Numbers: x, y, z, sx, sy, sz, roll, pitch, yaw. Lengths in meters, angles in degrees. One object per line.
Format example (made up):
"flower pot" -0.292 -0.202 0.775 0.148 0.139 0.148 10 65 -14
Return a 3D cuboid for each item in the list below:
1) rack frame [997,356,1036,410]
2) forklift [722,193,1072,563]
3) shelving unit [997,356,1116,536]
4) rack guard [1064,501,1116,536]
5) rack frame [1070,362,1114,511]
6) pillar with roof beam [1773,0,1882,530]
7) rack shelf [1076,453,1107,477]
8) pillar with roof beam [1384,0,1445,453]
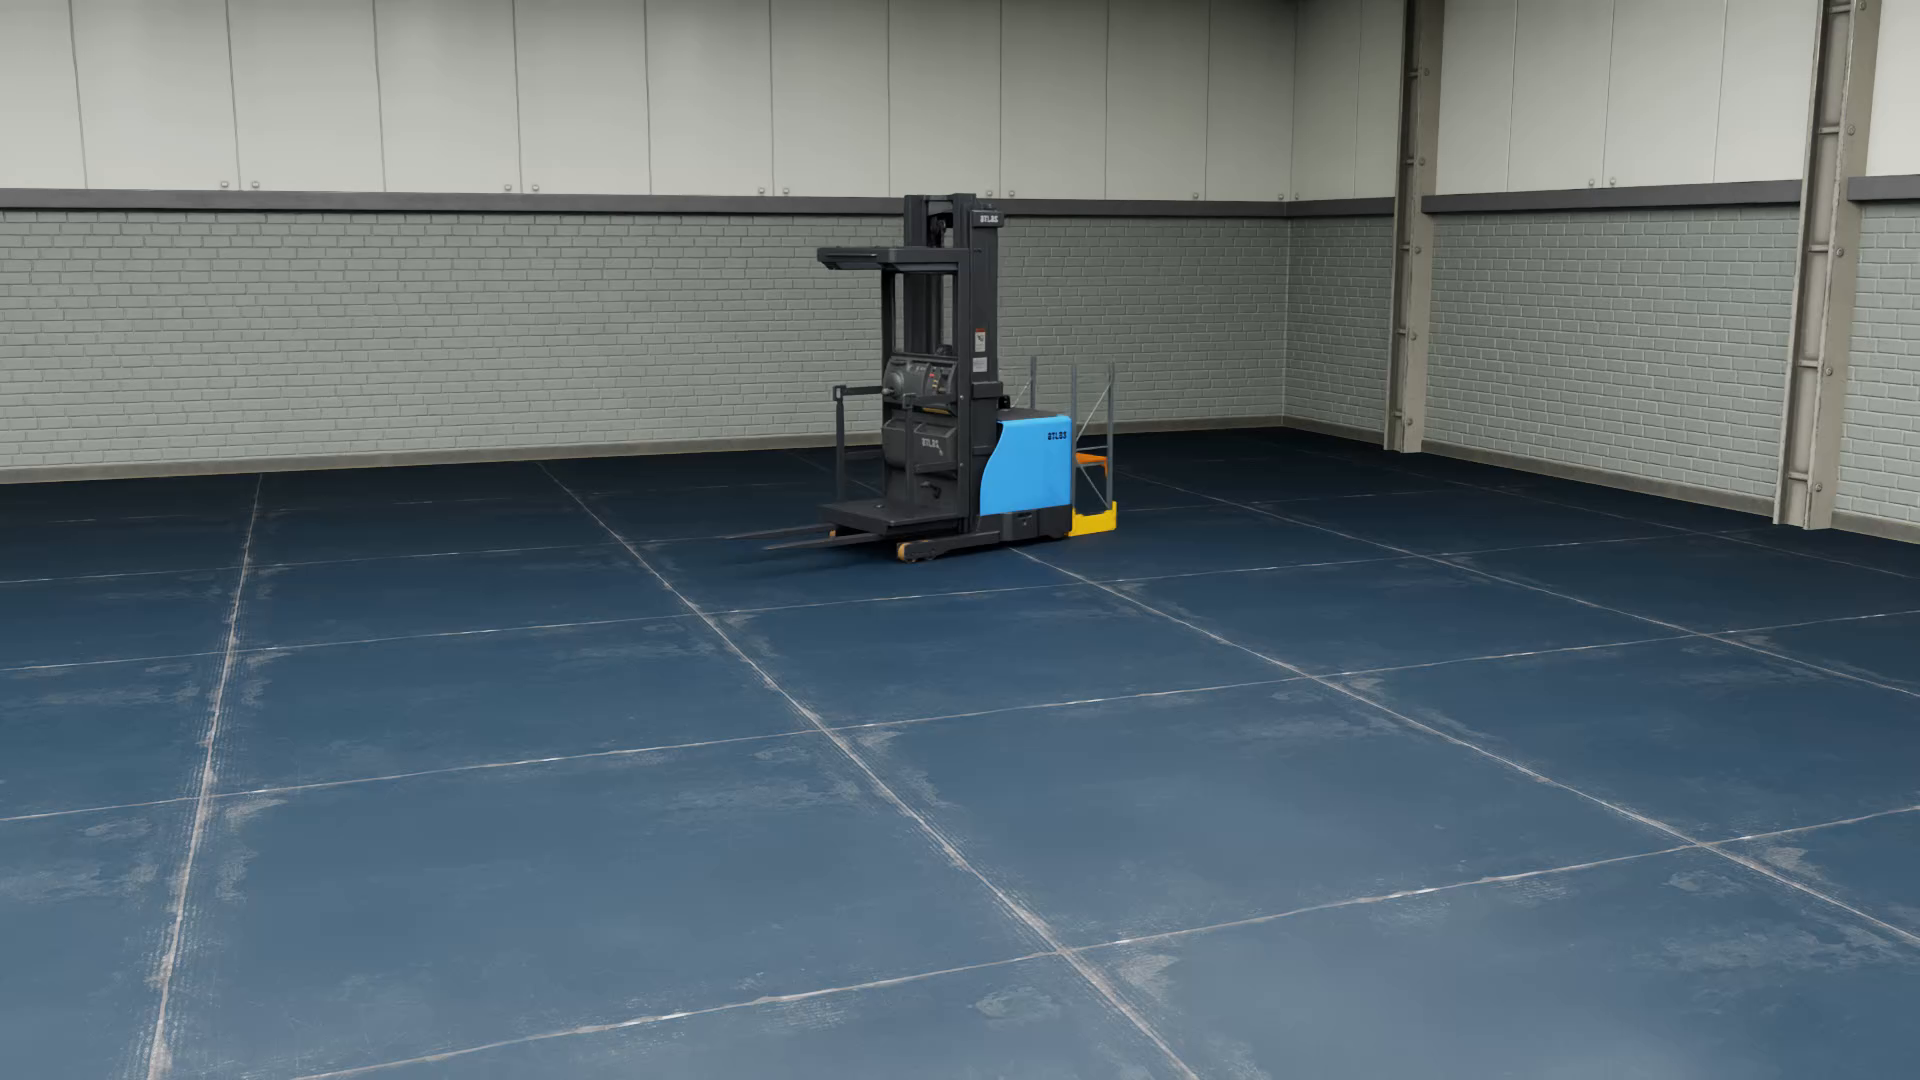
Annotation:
"rack frame" 0.506 -0.943 15.437 0.500 1.500 0.032 -8 13 -39
"forklift" -0.498 -1.362 13.708 3.031 2.935 1.130 -8 13 -37
"shelving unit" 0.840 -0.874 15.048 0.587 1.500 1.083 -8 13 -39
"rack guard" 1.160 -0.192 14.782 0.587 0.250 0.087 -8 13 -39
"rack frame" 1.162 -0.807 14.672 0.500 1.500 0.032 -8 13 -39
"pillar with roof beam" 3.672 -4.290 12.843 9.100 9.000 0.400 -4 11 -21
"rack shelf" 0.834 -0.698 15.086 0.538 0.185 1.000 -8 13 -39
"pillar with roof beam" 1.498 -5.269 18.349 9.100 9.000 0.400 -4 11 -21
